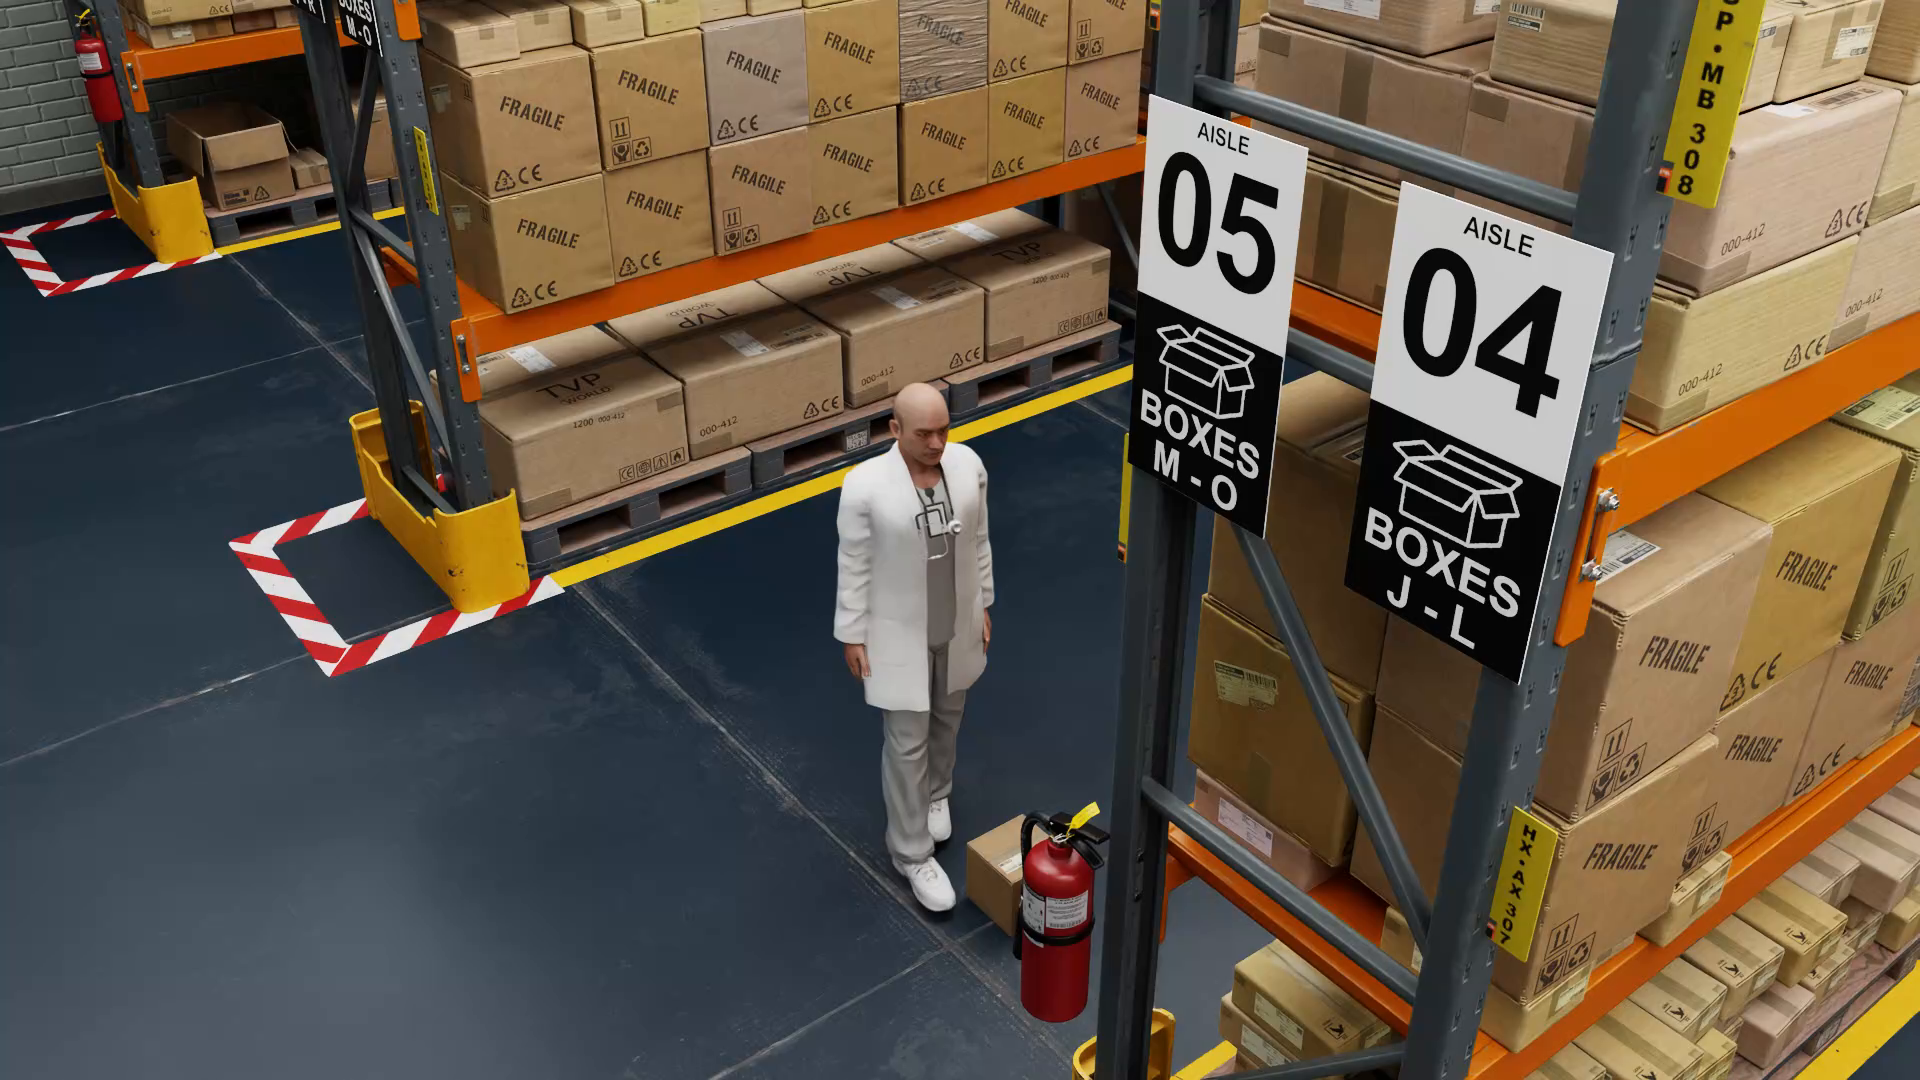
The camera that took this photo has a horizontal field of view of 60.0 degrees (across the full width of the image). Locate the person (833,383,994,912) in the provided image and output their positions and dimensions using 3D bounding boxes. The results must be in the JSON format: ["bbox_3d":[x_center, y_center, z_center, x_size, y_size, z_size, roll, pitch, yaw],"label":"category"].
[{"bbox_3d":[8.361,0.703,5.006,14.618,1.777,10.118,-17,35,-25],"label":"person"}]
